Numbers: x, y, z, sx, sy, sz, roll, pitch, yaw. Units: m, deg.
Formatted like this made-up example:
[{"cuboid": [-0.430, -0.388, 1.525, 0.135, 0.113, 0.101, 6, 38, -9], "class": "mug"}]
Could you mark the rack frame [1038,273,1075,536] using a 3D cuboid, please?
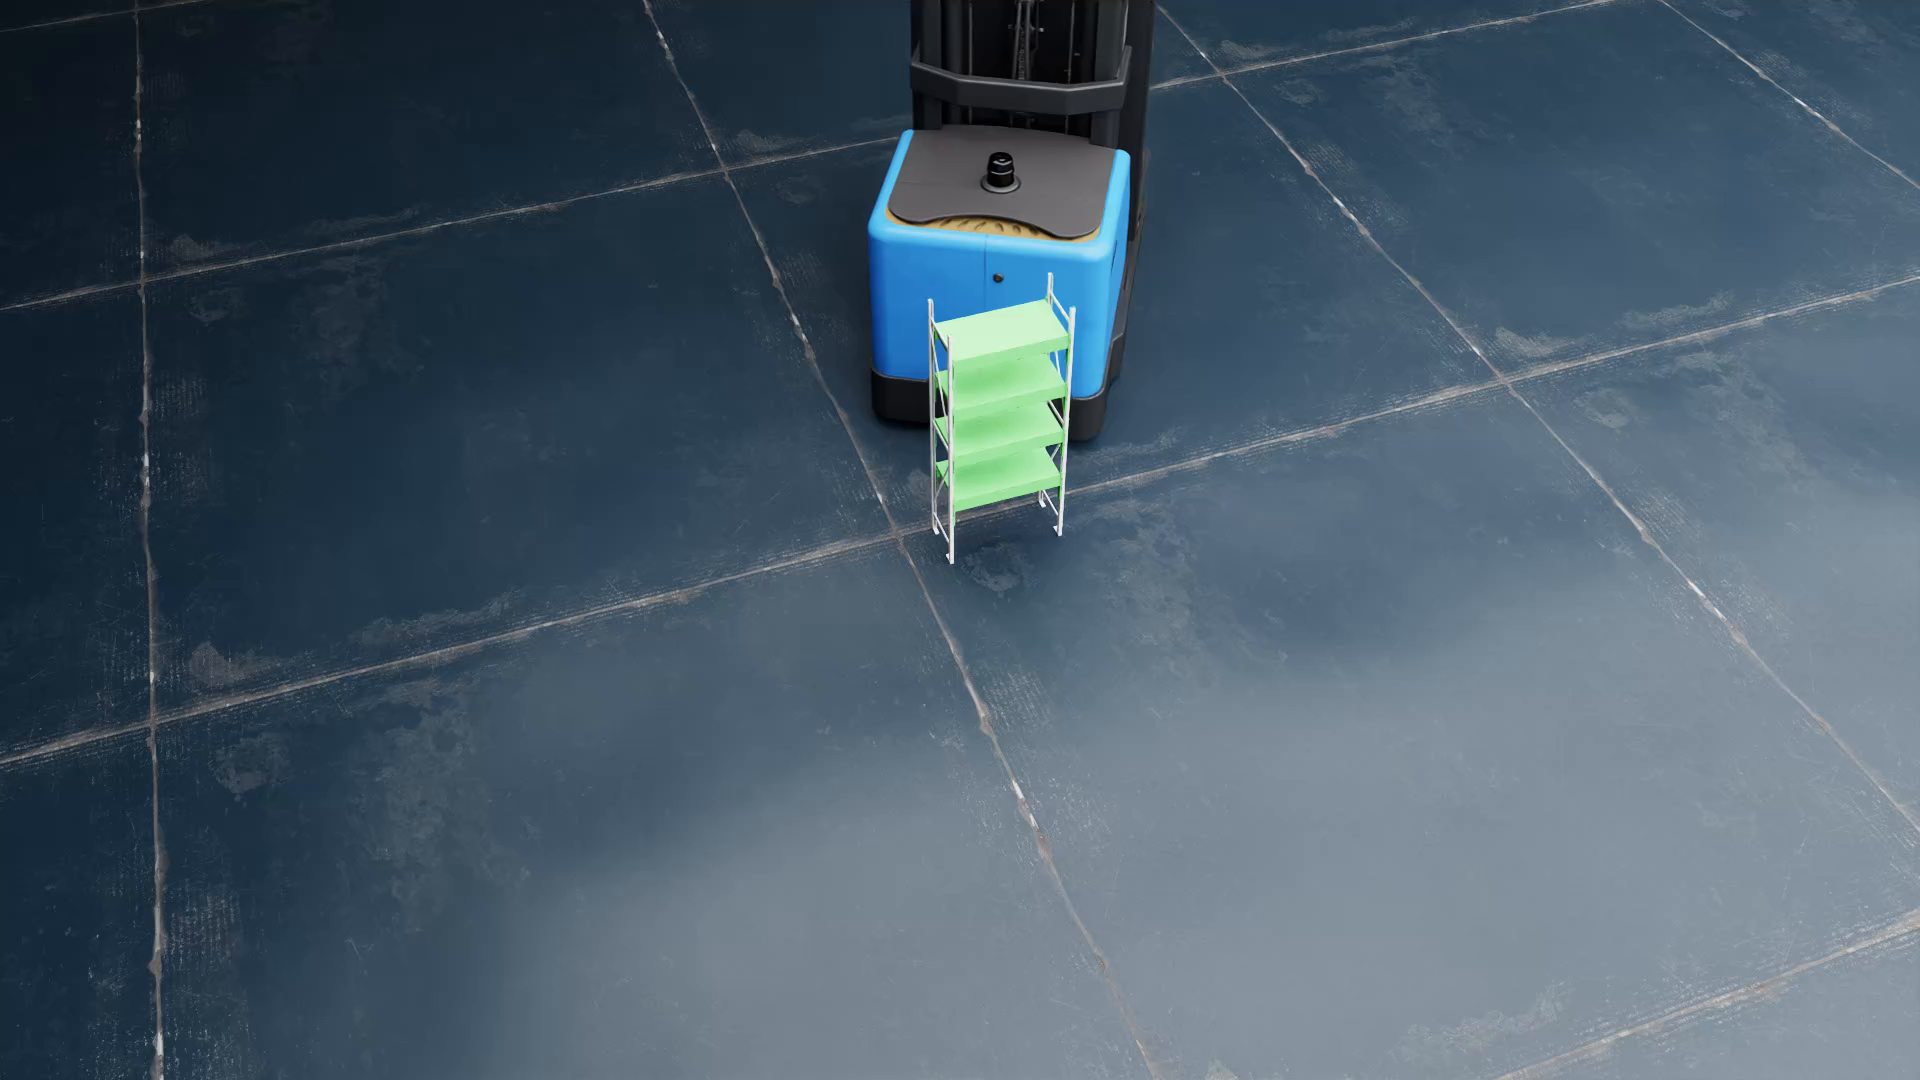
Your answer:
[{"cuboid": [0.385, -0.522, 6.732, 0.015, 1.200, 0.240, -14, 47, -14], "class": "rack frame"}]

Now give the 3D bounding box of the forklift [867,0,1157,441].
[{"cuboid": [0.365, -2.533, 7.515, 1.130, 2.935, 3.031, 7, 46, 7], "class": "forklift"}]

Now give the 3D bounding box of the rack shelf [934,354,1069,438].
[{"cuboid": [0.156, -0.588, 6.549, 0.480, 0.148, 0.258, -14, 47, -14], "class": "rack shelf"}]

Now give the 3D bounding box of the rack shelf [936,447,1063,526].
[{"cuboid": [0.156, -0.249, 6.889, 0.480, 0.148, 0.258, -14, 47, -14], "class": "rack shelf"}]

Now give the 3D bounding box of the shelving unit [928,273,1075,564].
[{"cuboid": [0.156, -0.463, 6.674, 0.503, 1.200, 0.258, -14, 47, -14], "class": "shelving unit"}]

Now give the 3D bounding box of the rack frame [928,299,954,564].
[{"cuboid": [-0.074, -0.405, 6.616, 0.015, 1.200, 0.240, -14, 47, -14], "class": "rack frame"}]

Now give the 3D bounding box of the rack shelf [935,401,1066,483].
[{"cuboid": [0.156, -0.418, 6.719, 0.480, 0.148, 0.258, -14, 47, -14], "class": "rack shelf"}]

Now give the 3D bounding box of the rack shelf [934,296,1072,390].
[{"cuboid": [0.156, -0.757, 6.379, 0.480, 0.148, 0.258, -14, 47, -14], "class": "rack shelf"}]
